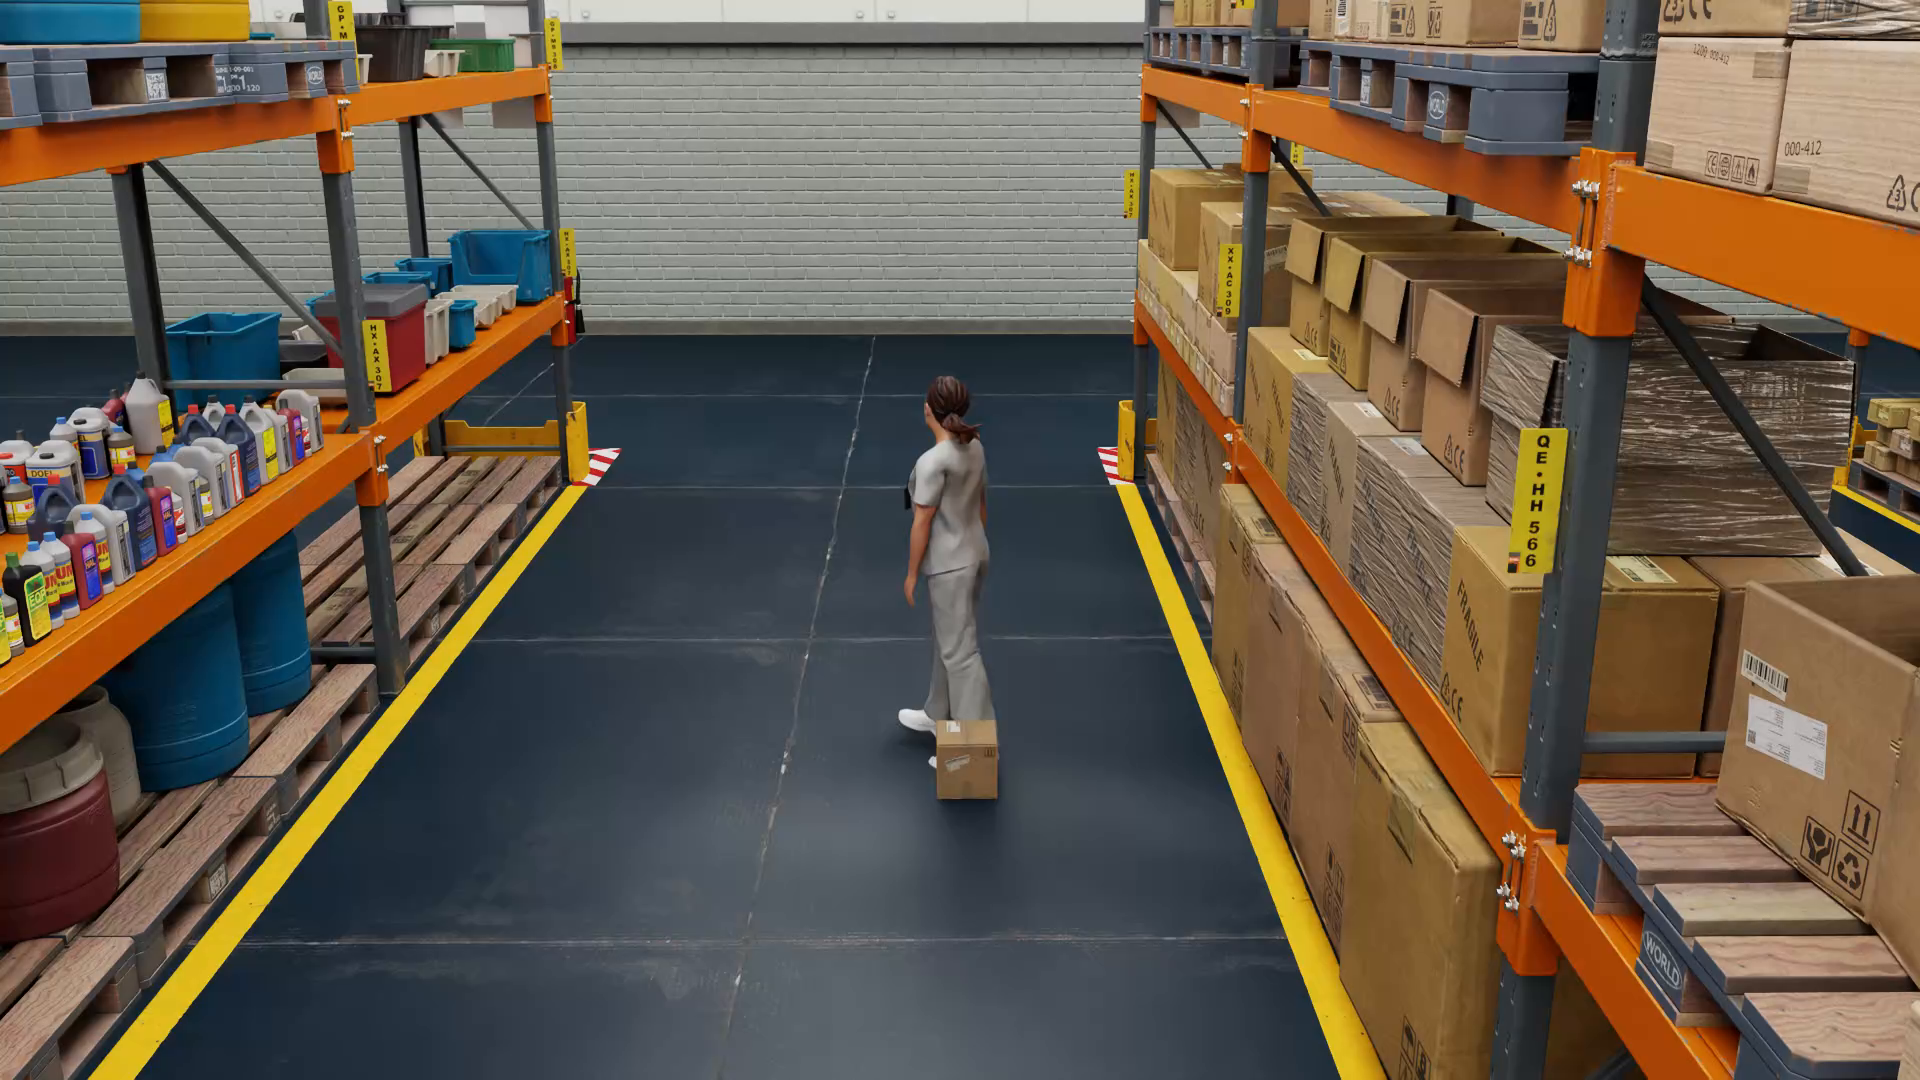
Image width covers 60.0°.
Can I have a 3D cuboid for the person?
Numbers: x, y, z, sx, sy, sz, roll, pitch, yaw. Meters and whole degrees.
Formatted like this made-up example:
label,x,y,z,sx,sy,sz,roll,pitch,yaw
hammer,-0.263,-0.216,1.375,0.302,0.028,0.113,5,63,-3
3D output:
label,x,y,z,sx,sy,sz,roll,pitch,yaw
person,-0.062,0.116,7.103,0.593,1.666,0.543,8,19,24
